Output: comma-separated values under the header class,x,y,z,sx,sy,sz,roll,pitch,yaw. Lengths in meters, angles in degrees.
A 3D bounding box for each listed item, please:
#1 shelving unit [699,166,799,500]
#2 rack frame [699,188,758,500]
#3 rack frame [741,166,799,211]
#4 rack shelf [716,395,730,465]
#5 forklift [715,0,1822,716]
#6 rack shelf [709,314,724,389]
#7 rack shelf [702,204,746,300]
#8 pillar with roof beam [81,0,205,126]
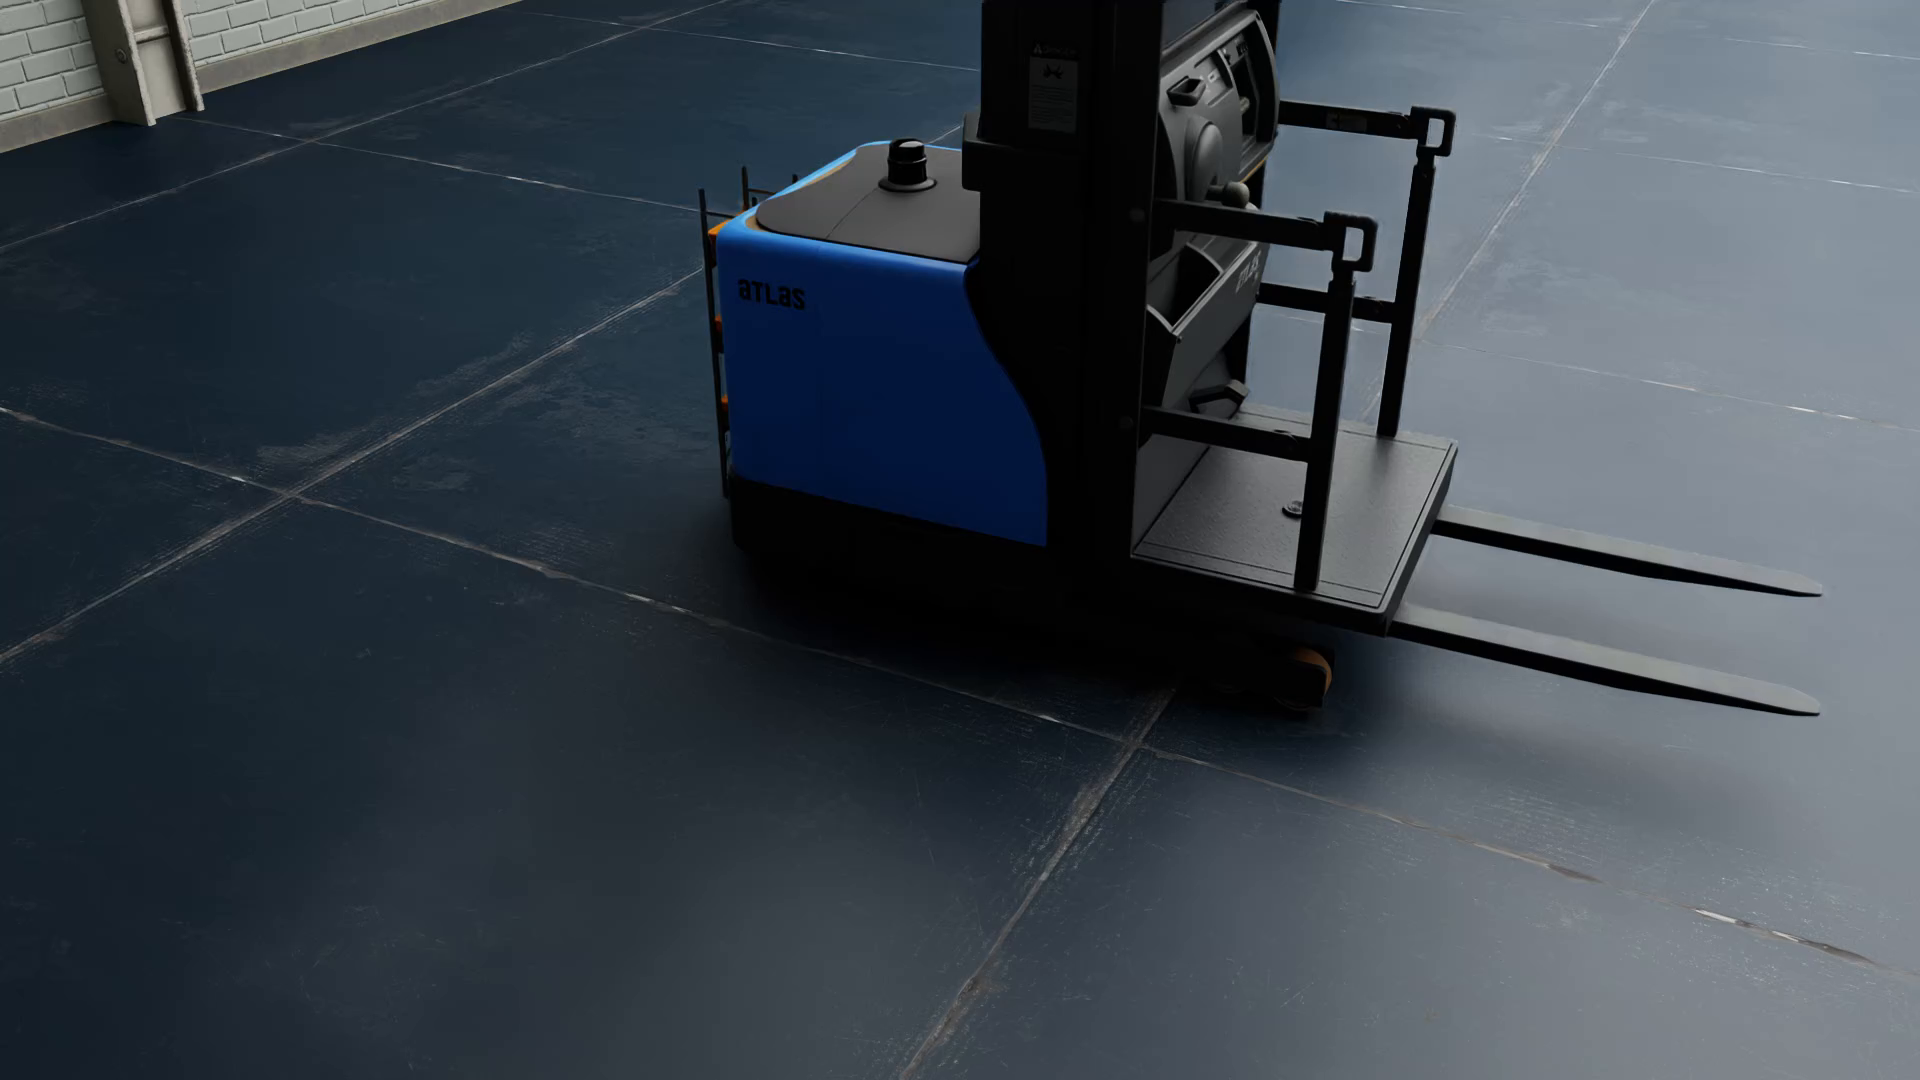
class,x,y,z,sx,sy,sz,roll,pitch,yaw
shelving unit,-0.638,-0.629,5.292,0.215,1.050,0.252,13,32,21
rack frame,-0.688,-0.574,5.196,0.200,1.050,0.008,13,32,21
rack frame,-0.587,-0.685,5.388,0.200,1.050,0.008,13,32,21
rack shelf,-0.638,-0.379,5.435,0.215,0.259,0.240,13,32,21
forklift,0.862,-1.116,4.251,3.031,2.935,1.130,13,32,21
rack shelf,-0.638,-0.620,5.297,0.215,0.259,0.240,13,32,21
rack shelf,-0.638,-0.866,5.156,0.215,0.259,0.240,13,32,21
pillar with roof beam,-0.737,-5.355,5.538,9.100,9.000,0.400,14,33,23
